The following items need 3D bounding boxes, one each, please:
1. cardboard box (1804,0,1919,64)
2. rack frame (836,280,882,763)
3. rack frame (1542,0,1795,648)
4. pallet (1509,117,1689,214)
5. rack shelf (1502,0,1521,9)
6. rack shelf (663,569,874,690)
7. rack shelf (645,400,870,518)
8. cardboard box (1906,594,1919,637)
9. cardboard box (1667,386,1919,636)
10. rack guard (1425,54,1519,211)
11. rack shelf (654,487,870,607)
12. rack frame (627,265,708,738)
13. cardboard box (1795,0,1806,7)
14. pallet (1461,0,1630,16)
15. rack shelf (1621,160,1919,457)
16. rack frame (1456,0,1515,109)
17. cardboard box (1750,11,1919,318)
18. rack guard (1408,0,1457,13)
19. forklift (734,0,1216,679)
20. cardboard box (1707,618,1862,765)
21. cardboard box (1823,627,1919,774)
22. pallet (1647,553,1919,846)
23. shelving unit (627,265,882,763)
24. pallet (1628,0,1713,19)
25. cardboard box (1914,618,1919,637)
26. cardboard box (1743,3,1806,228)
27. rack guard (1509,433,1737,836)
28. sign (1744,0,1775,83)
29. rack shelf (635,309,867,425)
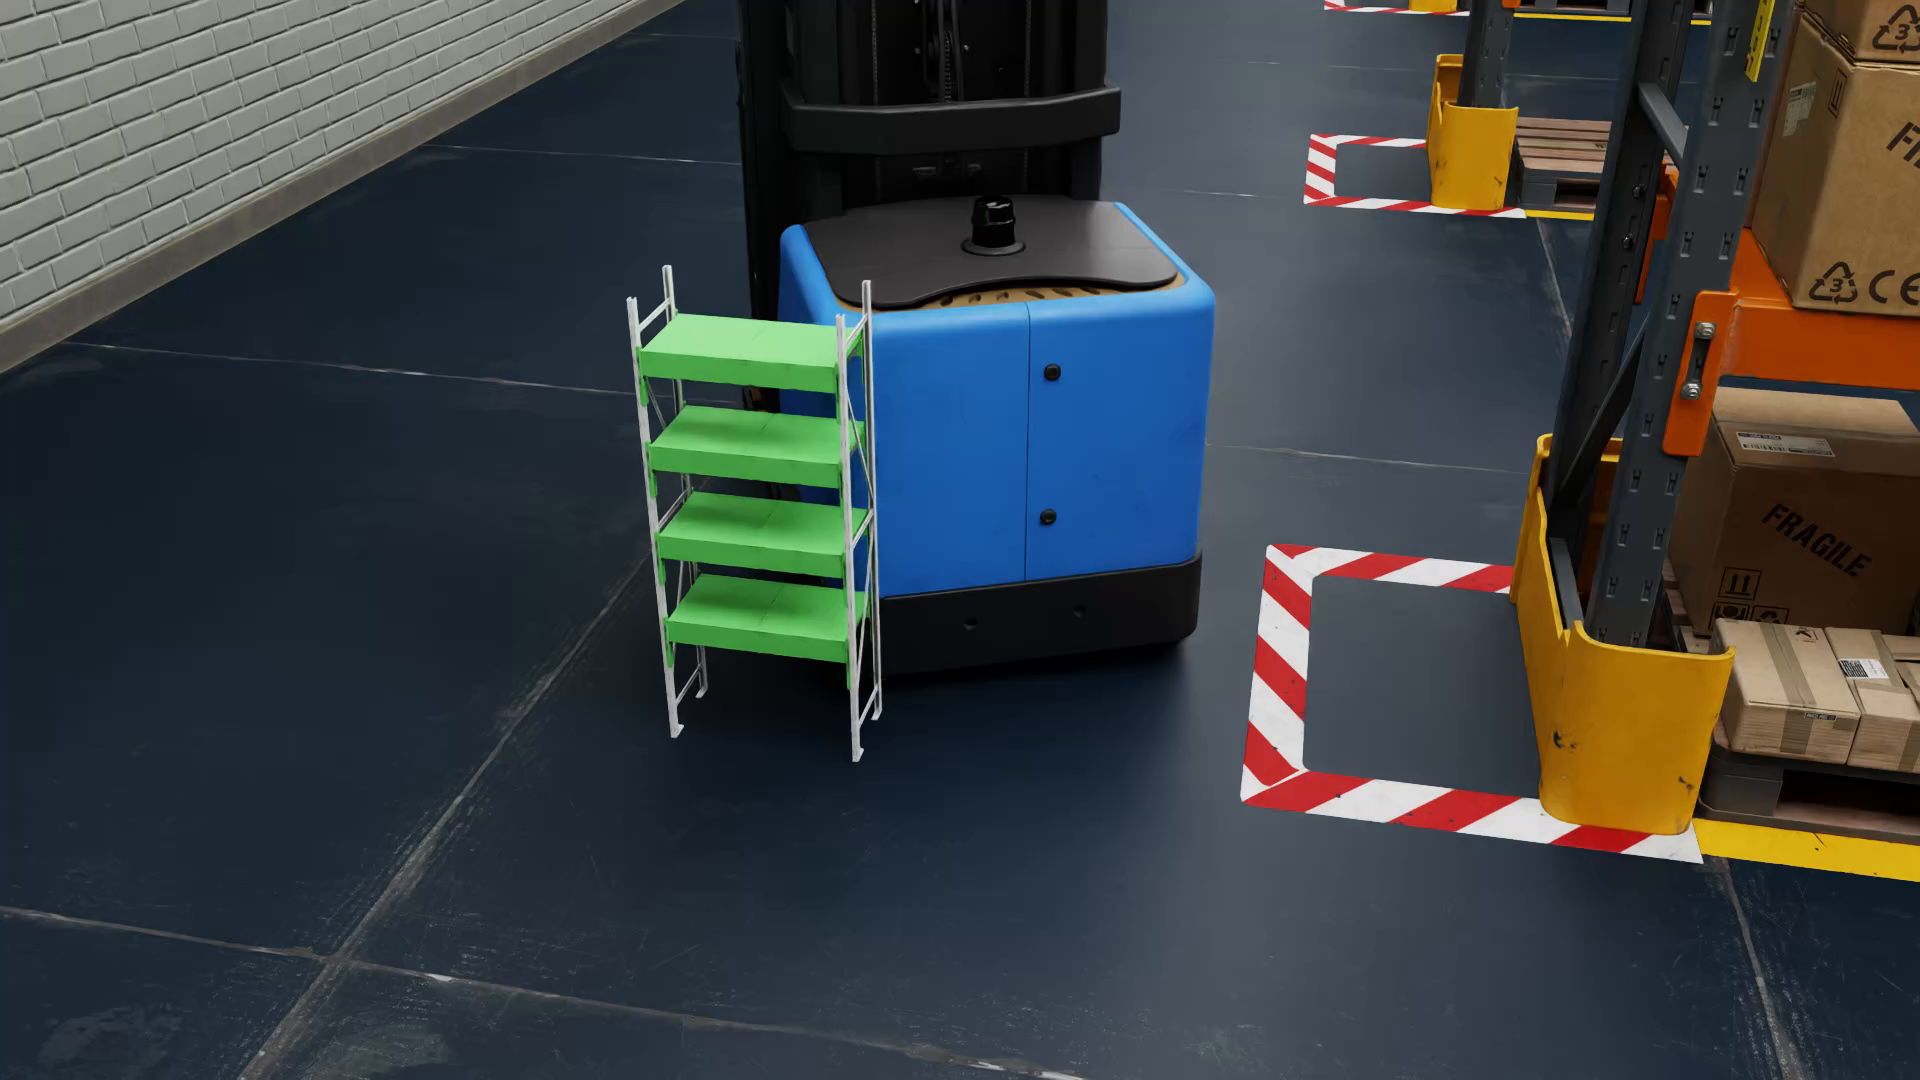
[{"bbox_3d":[2.004,-1.219,3.207,0.500,0.500,0.500,7,29,12],"label":"cardboard box"},{"bbox_3d":[-0.240,-0.018,4.034,0.015,1.200,0.240,6,29,11],"label":"rack frame"},{"bbox_3d":[1.625,-0.904,3.779,0.127,3.000,1.000,6,29,11],"label":"rack frame"},{"bbox_3d":[3.461,-1.906,8.512,1.213,0.211,1.003,6,29,11],"label":"pallet"},{"bbox_3d":[4.619,-2.714,7.833,4.000,0.370,1.077,6,29,11],"label":"rack shelf"},{"bbox_3d":[-0.478,0.223,4.226,0.480,0.148,0.258,6,29,11],"label":"rack shelf"},{"bbox_3d":[-0.478,-0.198,3.995,0.480,0.148,0.258,6,29,11],"label":"rack shelf"},{"bbox_3d":[2.585,0.167,4.314,0.250,0.166,0.380,6,29,11],"label":"cardboard box"},{"bbox_3d":[2.208,-0.062,4.385,0.500,0.500,0.500,6,29,11],"label":"cardboard box"},{"bbox_3d":[2.637,-2.130,8.620,0.348,0.500,1.175,6,29,11],"label":"rack guard"},{"bbox_3d":[-0.478,0.013,4.111,0.480,0.148,0.258,6,29,11],"label":"rack shelf"},{"bbox_3d":[-0.717,-0.069,4.126,0.015,1.200,0.240,6,29,11],"label":"rack frame"},{"bbox_3d":[2.118,-1.471,3.669,0.500,0.500,0.500,6,29,10],"label":"cardboard box"},{"bbox_3d":[4.496,-4.290,12.866,1.213,0.211,1.003,6,29,11],"label":"pallet"},{"bbox_3d":[3.581,-0.388,3.585,4.000,0.370,1.077,6,29,11],"label":"rack shelf"},{"bbox_3d":[2.663,-3.230,8.027,0.127,3.000,1.000,6,29,11],"label":"rack frame"},{"bbox_3d":[2.004,-0.780,3.447,0.500,0.500,0.500,6,29,12],"label":"cardboard box"},{"bbox_3d":[3.674,-4.462,12.880,0.348,0.500,1.175,6,29,11],"label":"rack guard"},{"bbox_3d":[-0.160,-1.606,5.132,1.130,2.935,3.031,-6,29,-11],"label":"forklift"},{"bbox_3d":[1.963,0.356,3.986,0.250,0.149,0.380,6,29,11],"label":"cardboard box"},{"bbox_3d":[2.207,0.374,3.936,0.250,0.166,0.380,6,29,11],"label":"cardboard box"},{"bbox_3d":[2.479,0.406,4.289,1.213,0.211,1.003,6,29,11],"label":"pallet"},{"bbox_3d":[-0.478,-0.044,4.080,0.503,1.200,0.258,6,29,11],"label":"shelving unit"},{"bbox_3d":[5.685,-4.166,12.641,1.213,0.211,1.003,6,29,11],"label":"pallet"},{"bbox_3d":[2.586,0.346,3.899,0.500,0.250,0.500,6,29,11],"label":"cardboard box"},{"bbox_3d":[2.120,-1.031,3.906,0.500,0.500,0.500,7,29,12],"label":"cardboard box"},{"bbox_3d":[1.699,0.200,4.365,0.348,0.500,1.175,6,29,11],"label":"rack guard"},{"bbox_3d":[1.512,-1.029,3.105,0.005,0.325,0.100,6,29,11],"label":"sign"},{"bbox_3d":[-0.478,-0.408,3.880,0.480,0.148,0.258,6,29,11],"label":"rack shelf"}]
